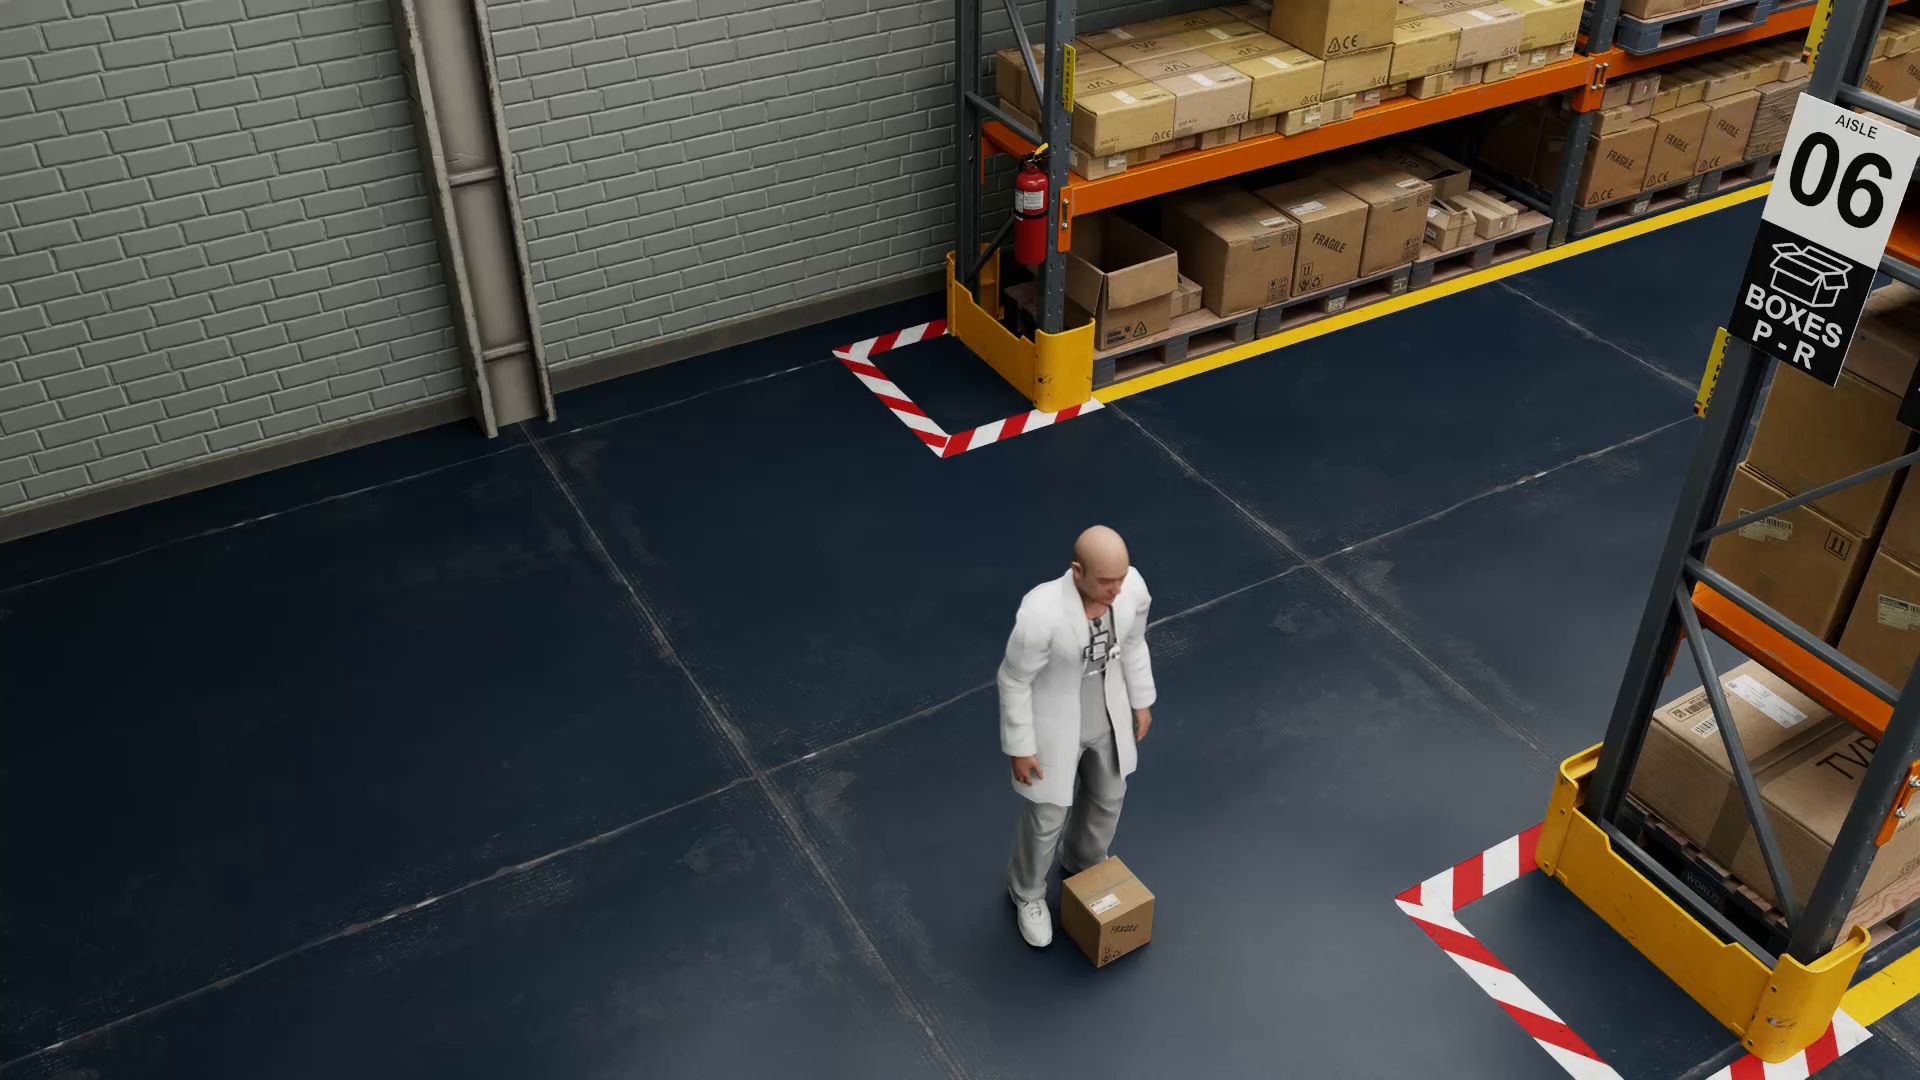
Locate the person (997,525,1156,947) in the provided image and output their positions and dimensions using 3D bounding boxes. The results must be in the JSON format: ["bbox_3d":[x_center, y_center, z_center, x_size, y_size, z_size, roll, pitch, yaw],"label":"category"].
[{"bbox_3d":[0.428,0.669,6.032,0.642,1.774,0.421,-19,40,-24],"label":"person"}]
